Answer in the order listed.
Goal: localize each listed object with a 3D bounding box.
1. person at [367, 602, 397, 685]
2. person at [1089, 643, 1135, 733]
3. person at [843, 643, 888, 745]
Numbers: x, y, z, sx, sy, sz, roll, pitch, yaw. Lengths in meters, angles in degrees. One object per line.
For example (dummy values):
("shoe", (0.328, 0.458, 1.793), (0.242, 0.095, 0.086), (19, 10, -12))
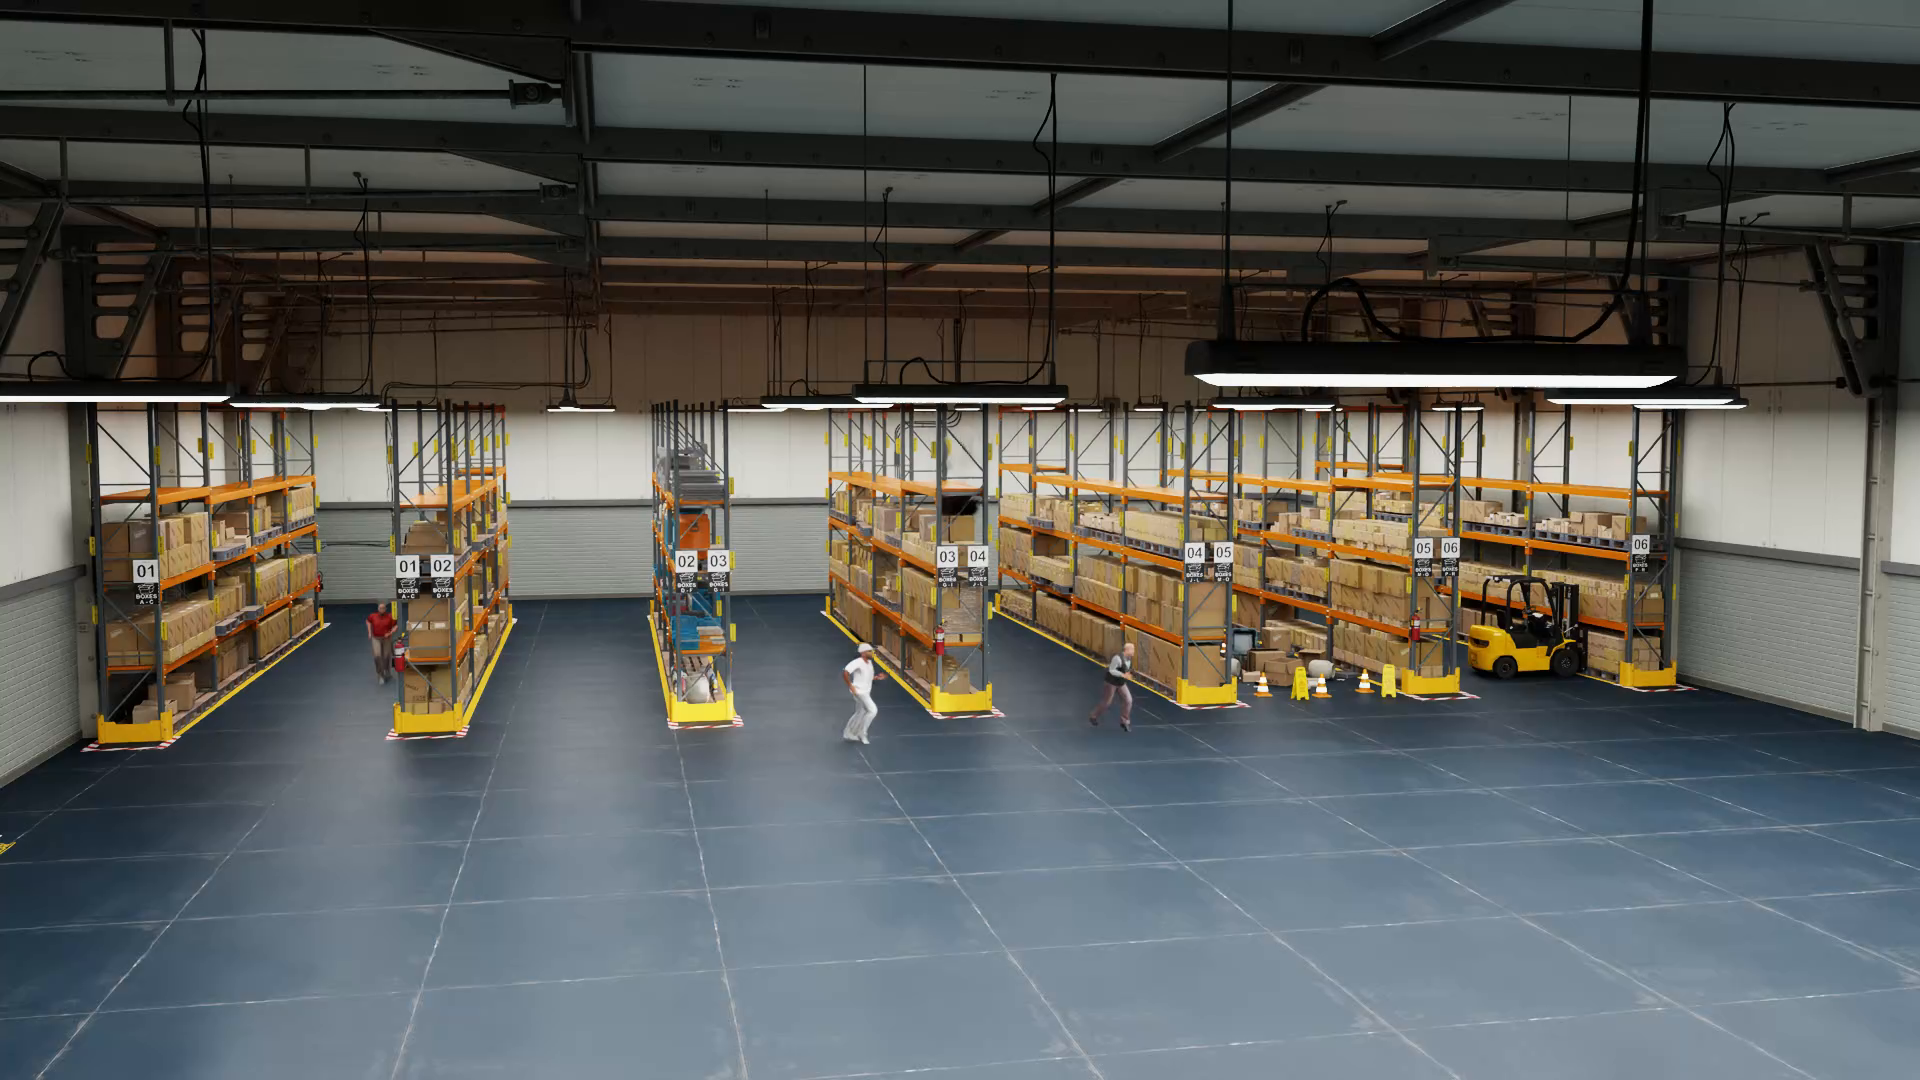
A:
("person", (-12.377, 2.187, 35.689), (0.663, 1.747, 0.945), (-1, 4, -17))
("person", (2.771, 2.664, 30.161), (0.988, 1.680, 0.701), (4, 6, 40))
("person", (-1.681, 2.683, 28.920), (0.780, 1.789, 0.698), (1, 4, 16))
